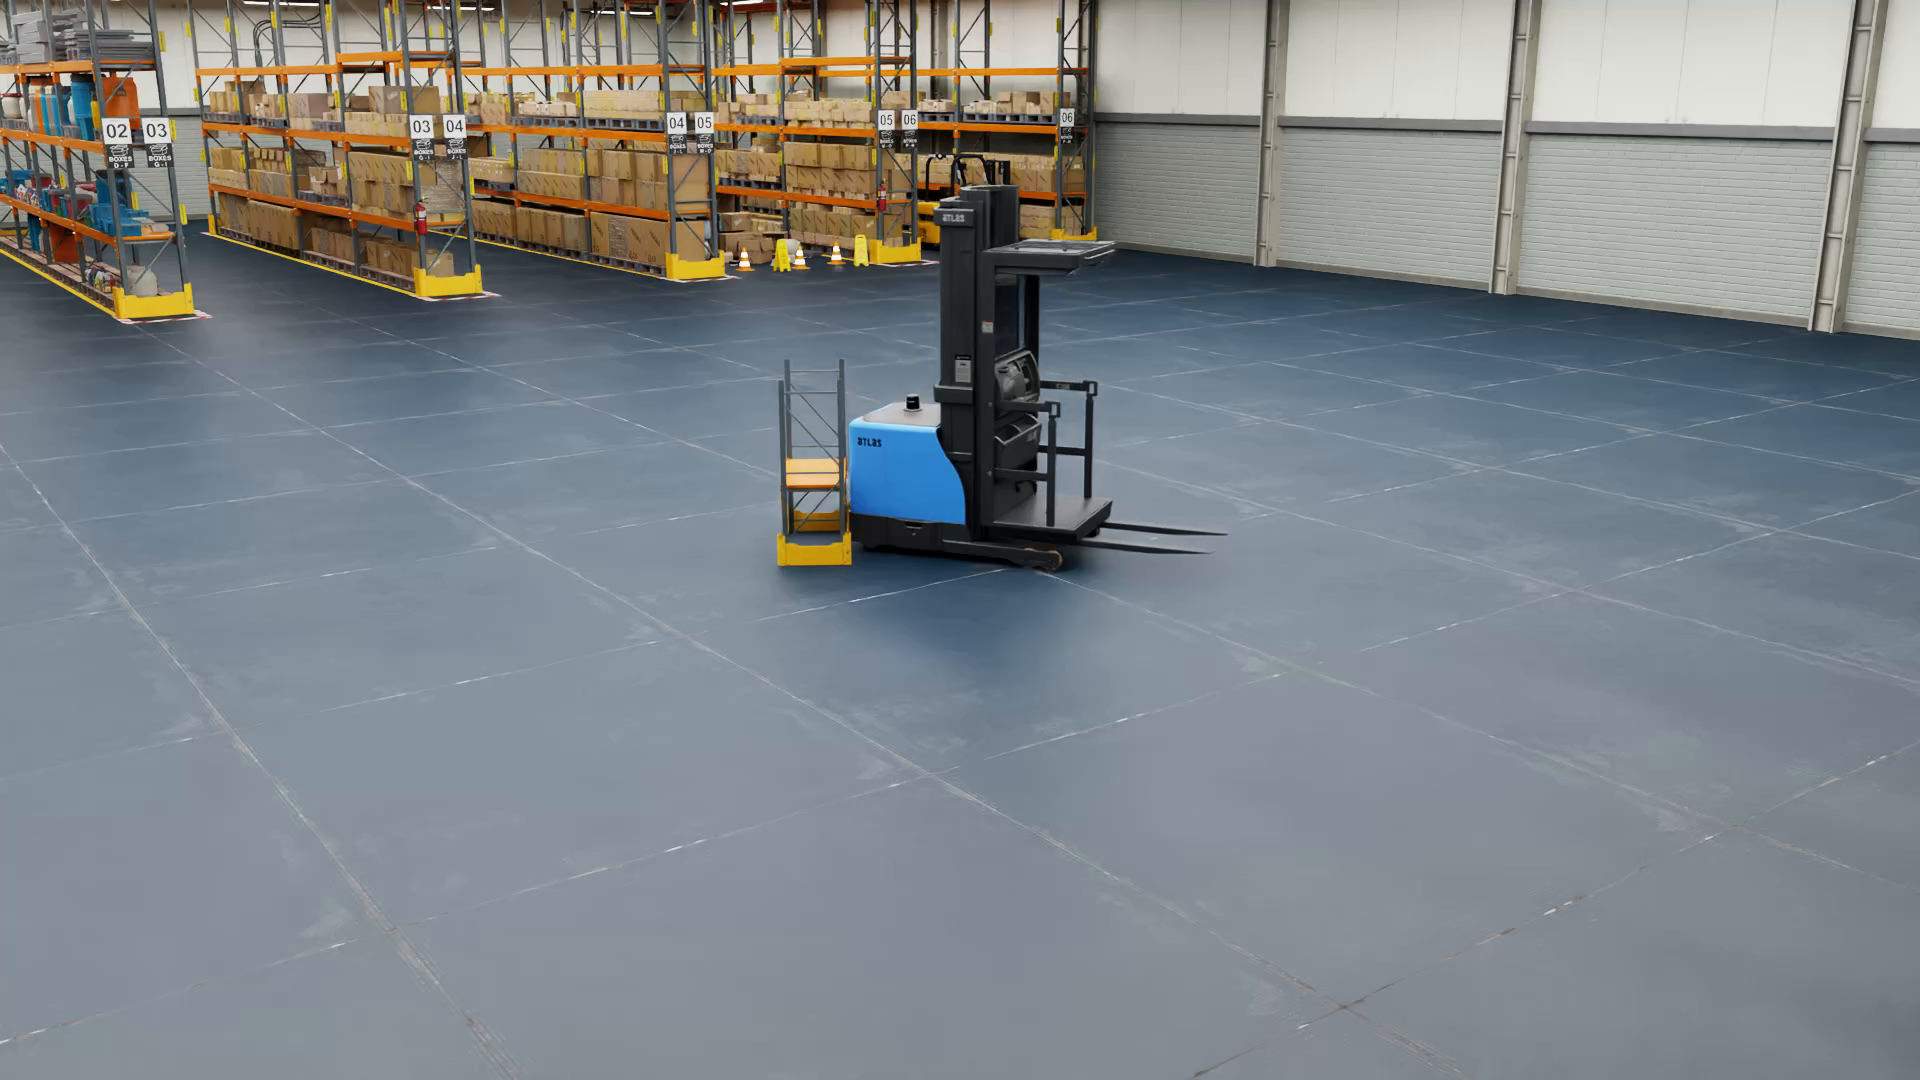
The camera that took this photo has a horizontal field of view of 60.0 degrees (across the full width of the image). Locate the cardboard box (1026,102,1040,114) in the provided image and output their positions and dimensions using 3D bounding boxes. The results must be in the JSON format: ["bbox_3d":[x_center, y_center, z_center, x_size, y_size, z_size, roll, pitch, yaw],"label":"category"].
[{"bbox_3d":[1.770,-10.098,38.876,0.396,0.266,0.258,-11,19,-34],"label":"cardboard box"}]

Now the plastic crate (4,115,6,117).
[{"bbox_3d":[-21.737,-9.488,37.602,0.437,0.282,0.530,-11,19,-35],"label":"plastic crate"}]

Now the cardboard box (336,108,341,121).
[{"bbox_3d":[-12.362,-8.596,33.577,0.396,0.266,0.258,-10,18,-33],"label":"cardboard box"}]

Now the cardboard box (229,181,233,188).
[{"bbox_3d":[-17.632,-8.702,40.663,0.380,0.149,0.250,-11,19,-35],"label":"cardboard box"}]

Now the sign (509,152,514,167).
[{"bbox_3d":[-10.442,-8.862,38.731,0.100,0.325,0.005,-11,19,-35],"label":"sign"}]

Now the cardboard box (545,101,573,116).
[{"bbox_3d":[-8.865,-9.569,36.858,0.500,0.311,0.500,-12,19,-37],"label":"cardboard box"}]

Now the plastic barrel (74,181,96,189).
[{"bbox_3d":[-17.569,-6.925,33.437,0.600,0.536,0.708,-11,19,-35],"label":"plastic barrel"}]

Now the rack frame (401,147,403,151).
[{"bbox_3d":[-14.713,-10.137,45.430,1.000,3.000,0.127,-11,19,-35],"label":"rack frame"}]

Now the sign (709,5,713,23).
[{"bbox_3d":[-4.852,-10.225,32.321,0.100,0.325,0.005,-11,19,-35],"label":"sign"}]

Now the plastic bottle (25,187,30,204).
[{"bbox_3d":[-19.589,-7.260,35.013,0.144,0.351,0.185,-11,19,-35],"label":"plastic bottle"}]

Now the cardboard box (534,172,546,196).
[{"bbox_3d":[-9.366,-8.123,37.883,0.500,0.500,0.500,-11,19,-35],"label":"cardboard box"}]

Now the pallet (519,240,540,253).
[{"bbox_3d":[-9.606,-6.903,38.899,1.003,0.211,1.213,-11,19,-35],"label":"pallet"}]

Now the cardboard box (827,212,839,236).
[{"bbox_3d":[-2.643,-7.098,37.322,0.500,0.500,0.500,-11,19,-36],"label":"cardboard box"}]

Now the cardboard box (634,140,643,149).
[{"bbox_3d":[-8.390,-10.464,44.544,0.500,0.500,0.500,-11,19,-34],"label":"cardboard box"}]

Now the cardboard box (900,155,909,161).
[{"bbox_3d":[-1.335,-9.963,43.377,0.380,0.149,0.250,-10,18,-33],"label":"cardboard box"}]

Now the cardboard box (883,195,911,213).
[{"bbox_3d":[-1.696,-8.911,44.656,0.875,0.625,0.625,-10,18,-33],"label":"cardboard box"}]

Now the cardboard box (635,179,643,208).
[{"bbox_3d":[-6.129,-7.118,34.116,0.875,0.550,0.550,-11,19,-35],"label":"cardboard box"}]

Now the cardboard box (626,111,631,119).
[{"bbox_3d":[-6.521,-8.586,33.574,0.380,0.149,0.250,-11,19,-34],"label":"cardboard box"}]

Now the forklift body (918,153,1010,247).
[{"bbox_3d":[0.062,-7.994,39.208,2.313,2.155,1.214,-11,19,-35],"label":"forklift body"}]

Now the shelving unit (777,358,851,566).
[{"bbox_3d":[-1.195,-0.663,13.658,0.587,1.500,1.083,-1,15,-3],"label":"shelving unit"}]

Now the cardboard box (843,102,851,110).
[{"bbox_3d":[-2.329,-9.475,36.295,0.380,0.149,0.250,-11,19,-35],"label":"cardboard box"}]

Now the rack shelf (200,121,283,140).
[{"bbox_3d":[-17.608,-10.061,40.834,1.077,0.370,4.000,-11,19,-35],"label":"rack shelf"}]

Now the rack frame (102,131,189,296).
[{"bbox_3d":[-13.383,-5.203,27.404,1.000,3.000,0.127,-11,19,-35],"label":"rack frame"}]

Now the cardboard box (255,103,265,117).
[{"bbox_3d":[-15.860,-9.892,38.228,0.500,0.311,0.500,-12,19,-36],"label":"cardboard box"}]

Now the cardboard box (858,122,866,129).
[{"bbox_3d":[-1.969,-8.916,35.765,0.380,0.149,0.250,-11,19,-34],"label":"cardboard box"}]

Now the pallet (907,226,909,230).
[{"bbox_3d":[-1.599,-8.463,44.596,1.003,0.211,1.213,-11,19,-35],"label":"pallet"}]

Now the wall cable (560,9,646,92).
[{"bbox_3d":[-11.455,-15.550,53.772,2.988,3.039,0.133,-11,19,-35],"label":"wall cable"}]

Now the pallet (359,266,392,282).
[{"bbox_3d":[-11.305,-5.343,33.198,1.003,0.211,1.213,-11,19,-35],"label":"pallet"}]

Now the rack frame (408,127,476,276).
[{"bbox_3d":[-9.376,-5.972,30.213,1.000,3.000,0.127,-11,19,-35],"label":"rack frame"}]

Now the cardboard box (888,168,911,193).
[{"bbox_3d":[-1.415,-7.846,36.307,0.500,0.500,0.500,-11,19,-35],"label":"cardboard box"}]

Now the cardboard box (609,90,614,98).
[{"bbox_3d":[-6.968,-9.133,34.062,0.380,0.149,0.250,-11,19,-35],"label":"cardboard box"}]

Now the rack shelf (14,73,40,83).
[{"bbox_3d":[-21.614,-10.546,37.682,1.077,0.370,4.000,-11,19,-35],"label":"rack shelf"}]

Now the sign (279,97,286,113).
[{"bbox_3d":[-14.534,-9.330,35.671,0.100,0.325,0.005,-11,19,-35],"label":"sign"}]

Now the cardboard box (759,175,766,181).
[{"bbox_3d":[-4.560,-8.621,39.573,0.380,0.149,0.250,-11,19,-35],"label":"cardboard box"}]

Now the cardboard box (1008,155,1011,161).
[{"bbox_3d":[1.365,-9.156,39.866,0.380,0.149,0.250,-11,19,-34],"label":"cardboard box"}]

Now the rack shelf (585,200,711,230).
[{"bbox_3d":[-6.481,-6.800,34.602,1.077,0.370,4.000,-11,19,-35],"label":"rack shelf"}]

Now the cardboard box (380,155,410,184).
[{"bbox_3d":[-10.490,-6.938,31.096,0.500,0.500,0.500,-11,19,-35],"label":"cardboard box"}]

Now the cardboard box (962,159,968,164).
[{"bbox_3d":[0.275,-9.388,41.275,0.380,0.149,0.250,-11,19,-35],"label":"cardboard box"}]

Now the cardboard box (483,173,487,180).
[{"bbox_3d":[-11.270,-8.763,40.091,0.380,0.149,0.250,-12,19,-37],"label":"cardboard box"}]

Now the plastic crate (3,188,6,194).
[{"bbox_3d":[-21.314,-7.859,37.515,0.437,0.125,0.590,-11,19,-35],"label":"plastic crate"}]

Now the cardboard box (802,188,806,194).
[{"bbox_3d":[-3.415,-8.028,38.201,0.380,0.149,0.250,-11,19,-35],"label":"cardboard box"}]

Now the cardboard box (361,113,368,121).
[{"bbox_3d":[-11.167,-8.052,31.659,0.380,0.149,0.250,-11,19,-36],"label":"cardboard box"}]

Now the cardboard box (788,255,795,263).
[{"bbox_3d":[-3.765,-6.101,36.086,0.380,0.149,0.250,-2,15,-6],"label":"cardboard box"}]

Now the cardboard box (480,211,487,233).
[{"bbox_3d":[-11.509,-7.858,41.044,0.500,0.500,0.500,-10,18,-34],"label":"cardboard box"}]

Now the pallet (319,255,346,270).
[{"bbox_3d":[-12.909,-5.908,35.261,1.003,0.211,1.213,-11,19,-35],"label":"pallet"}]

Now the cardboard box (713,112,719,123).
[{"bbox_3d":[-5.866,-10.452,41.155,0.396,0.266,0.258,-11,19,-35],"label":"cardboard box"}]

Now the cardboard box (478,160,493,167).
[{"bbox_3d":[-11.426,-9.107,40.220,0.380,0.149,0.250,-10,18,-32],"label":"cardboard box"}]

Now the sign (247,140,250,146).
[{"bbox_3d":[-18.337,-10.142,42.809,0.100,0.325,0.005,-11,19,-35],"label":"sign"}]

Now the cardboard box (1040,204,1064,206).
[{"bbox_3d":[2.226,-7.878,39.696,0.500,0.250,0.500,-11,19,-34],"label":"cardboard box"}]

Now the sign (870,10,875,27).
[{"bbox_3d":[-1.821,-10.849,34.598,0.100,0.325,0.005,-11,19,-35],"label":"sign"}]

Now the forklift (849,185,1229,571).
[{"bbox_3d":[0.649,-1.323,13.359,3.031,2.935,1.130,6,16,21],"label":"forklift"}]

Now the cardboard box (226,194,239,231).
[{"bbox_3d":[-17.808,-8.248,41.757,0.875,0.875,0.875,-11,19,-35],"label":"cardboard box"}]
